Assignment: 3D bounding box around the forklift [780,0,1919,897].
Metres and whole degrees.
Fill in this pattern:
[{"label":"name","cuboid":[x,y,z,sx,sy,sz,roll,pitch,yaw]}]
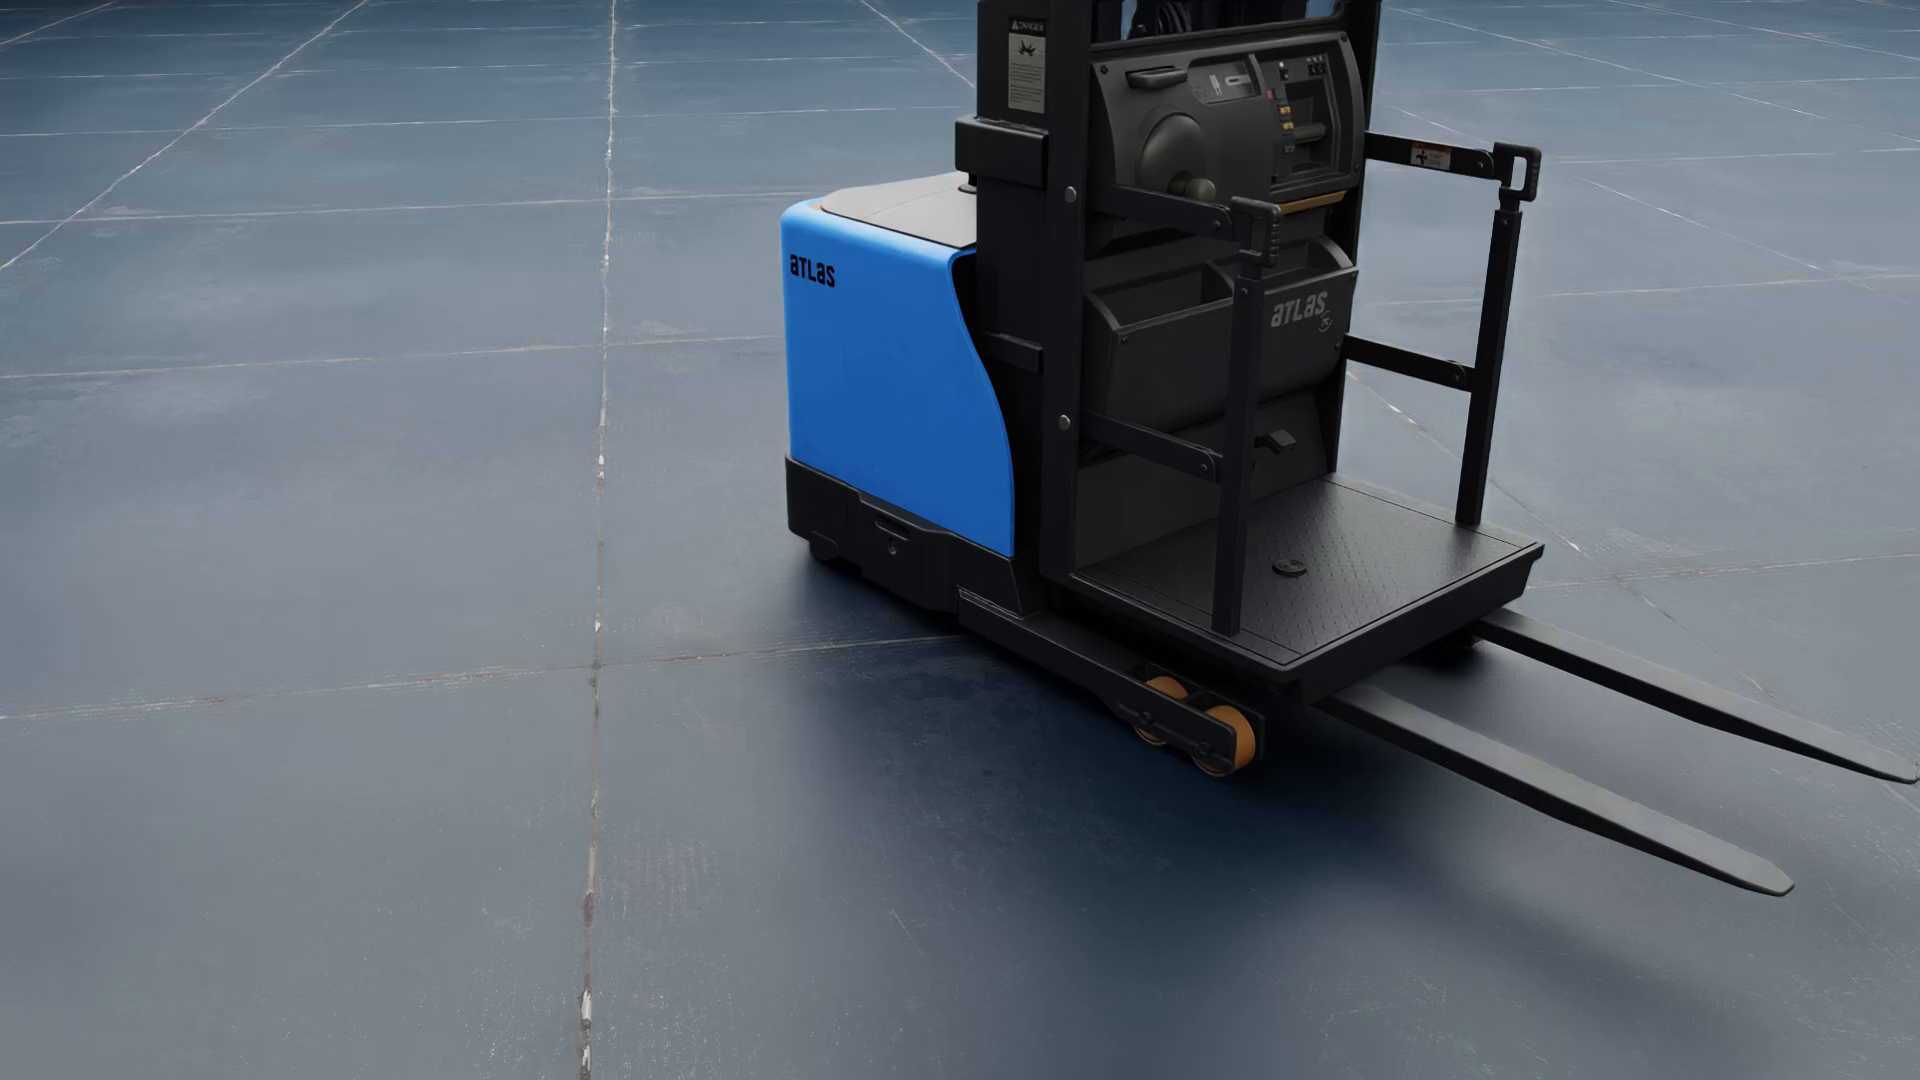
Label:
[{"label":"forklift","cuboid":[0.813,-1.009,3.899,1.130,2.935,3.031,-19,30,-37]}]
